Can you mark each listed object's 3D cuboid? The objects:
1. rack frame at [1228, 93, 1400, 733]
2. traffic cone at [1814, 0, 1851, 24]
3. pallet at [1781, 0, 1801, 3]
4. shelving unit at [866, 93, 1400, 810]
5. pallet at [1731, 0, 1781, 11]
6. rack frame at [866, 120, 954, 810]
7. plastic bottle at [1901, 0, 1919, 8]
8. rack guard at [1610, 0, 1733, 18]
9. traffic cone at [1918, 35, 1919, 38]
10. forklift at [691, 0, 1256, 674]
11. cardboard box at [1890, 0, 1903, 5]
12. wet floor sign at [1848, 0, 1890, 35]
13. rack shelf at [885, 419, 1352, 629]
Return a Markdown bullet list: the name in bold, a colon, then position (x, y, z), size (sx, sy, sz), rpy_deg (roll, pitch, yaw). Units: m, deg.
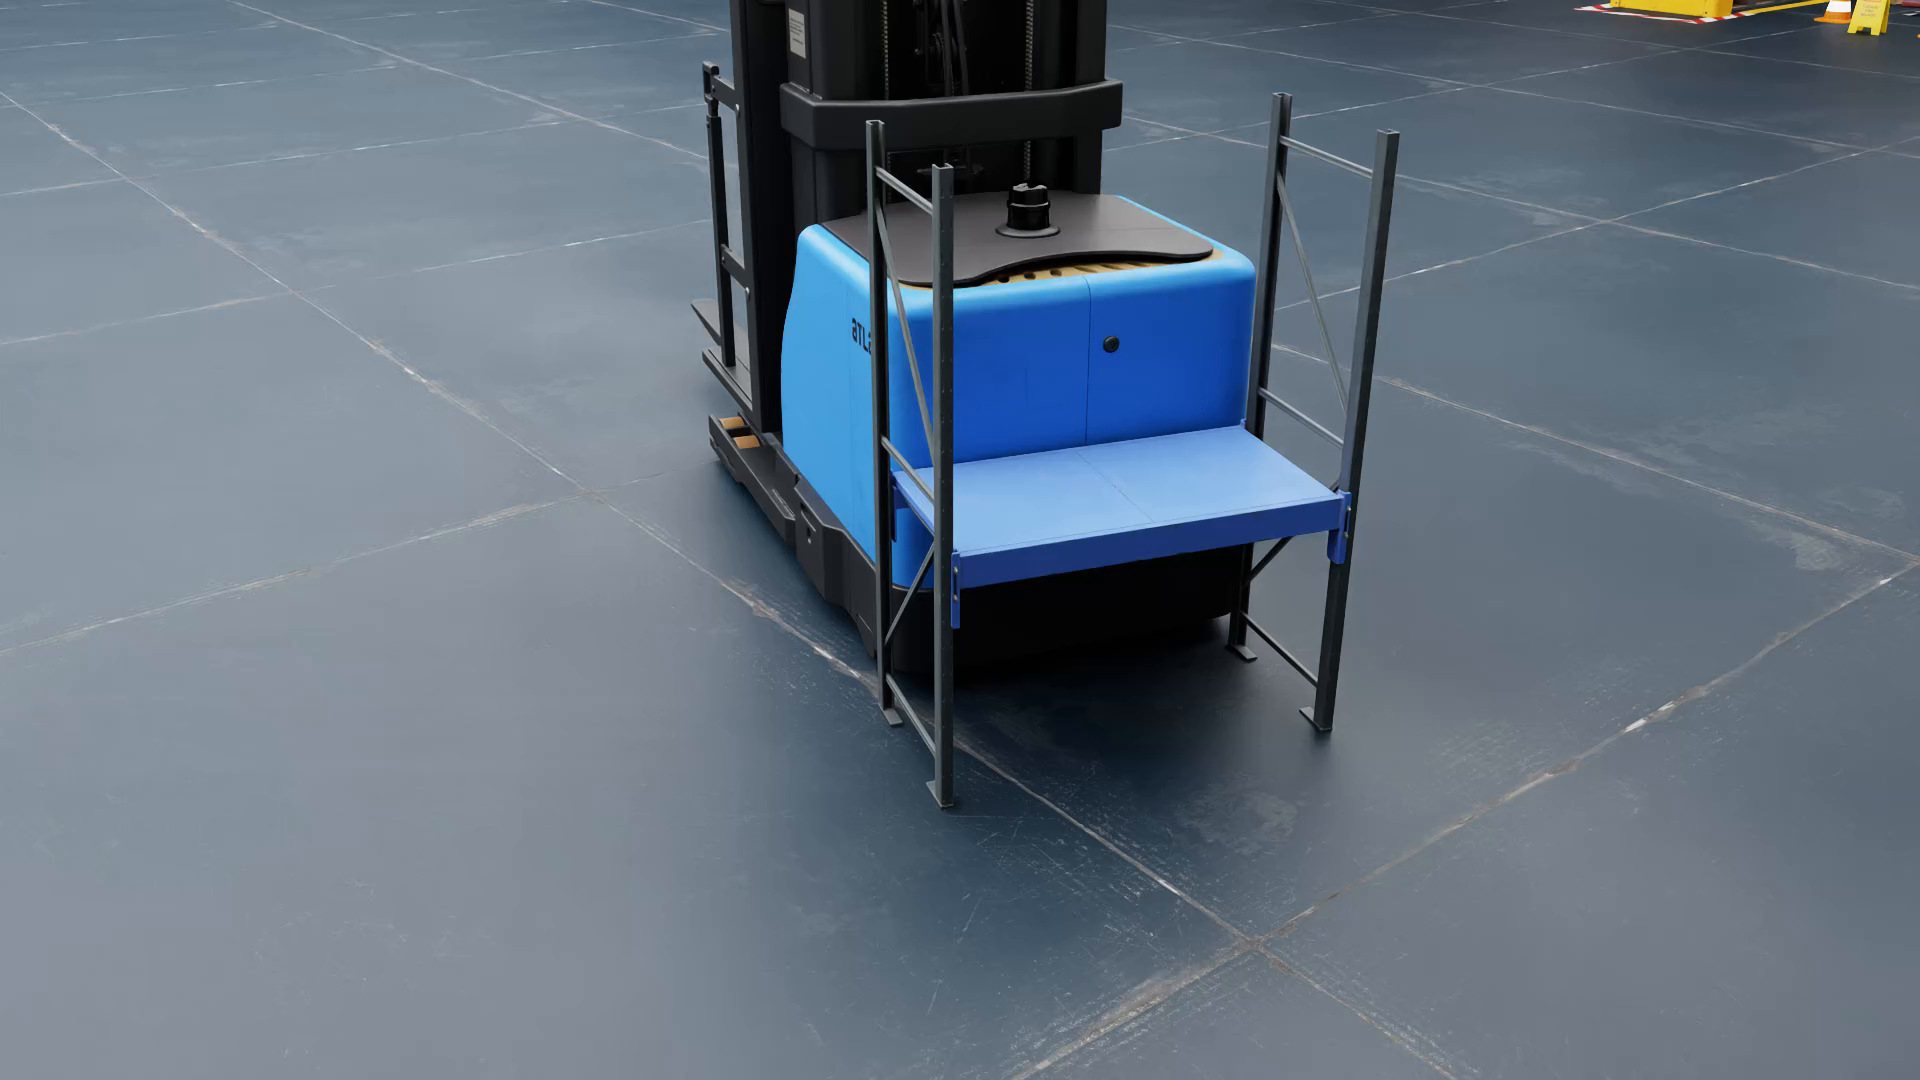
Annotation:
- **rack frame**: position (0.845, -0.294, 4.098), size (0.032, 1.500, 0.500), rpy_deg (-9, 27, -18)
- **traffic cone**: position (8.449, -5.213, 15.933), size (0.334, 0.463, 0.336), rpy_deg (-18, 31, -34)
- **pallet**: position (8.695, -5.980, 17.885), size (1.213, 0.211, 1.003), rpy_deg (-18, 31, -34)
- **shelving unit**: position (0.367, -0.222, 3.943), size (1.048, 1.500, 0.538), rpy_deg (-9, 27, -18)
- **pallet**: position (7.735, -5.665, 17.206), size (1.213, 0.211, 1.003), rpy_deg (-18, 31, -34)
- **rack frame**: position (-0.112, -0.150, 3.787), size (0.032, 1.500, 0.500), rpy_deg (-9, 27, -18)
- **plastic bottle**: position (9.764, -5.463, 16.950), size (0.283, 0.061, 0.133), rpy_deg (15, 29, 29)
- **rack guard**: position (7.136, -5.556, 16.628), size (0.348, 0.500, 1.175), rpy_deg (-18, 31, -34)
- **traffic cone**: position (8.878, -4.751, 14.936), size (0.334, 0.463, 0.336), rpy_deg (-18, 31, -34)
- **forklift**: position (-0.232, -1.576, 5.165), size (1.130, 2.935, 3.031), rpy_deg (-9, 27, -20)
- **cardboard box**: position (9.714, -5.860, 17.279), size (0.500, 0.500, 0.500), rpy_deg (-13, 28, -25)
- **wet floor sign**: position (8.354, -4.965, 15.182), size (0.267, 0.644, 0.232), rpy_deg (21, 32, 37)
- **rack shelf**: position (0.366, -0.060, 4.020), size (1.000, 0.185, 0.538), rpy_deg (-9, 27, -18)
